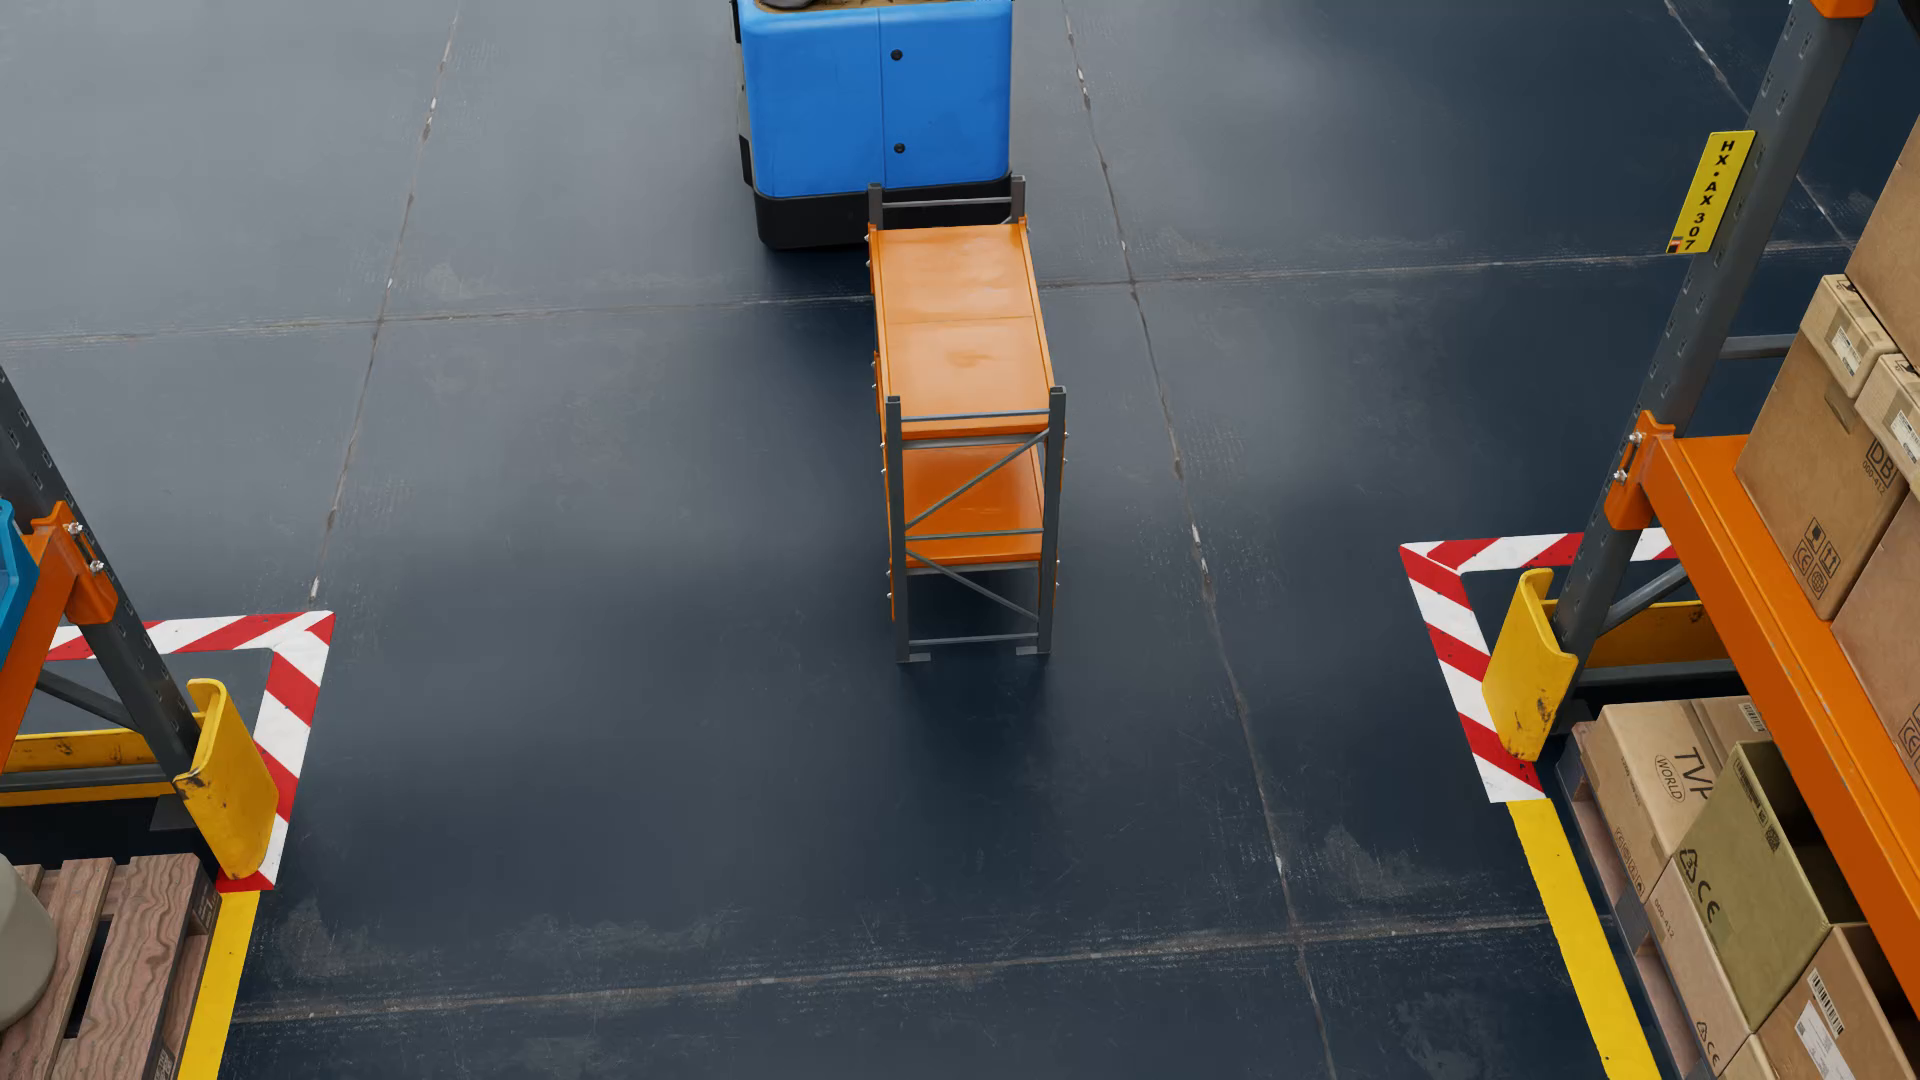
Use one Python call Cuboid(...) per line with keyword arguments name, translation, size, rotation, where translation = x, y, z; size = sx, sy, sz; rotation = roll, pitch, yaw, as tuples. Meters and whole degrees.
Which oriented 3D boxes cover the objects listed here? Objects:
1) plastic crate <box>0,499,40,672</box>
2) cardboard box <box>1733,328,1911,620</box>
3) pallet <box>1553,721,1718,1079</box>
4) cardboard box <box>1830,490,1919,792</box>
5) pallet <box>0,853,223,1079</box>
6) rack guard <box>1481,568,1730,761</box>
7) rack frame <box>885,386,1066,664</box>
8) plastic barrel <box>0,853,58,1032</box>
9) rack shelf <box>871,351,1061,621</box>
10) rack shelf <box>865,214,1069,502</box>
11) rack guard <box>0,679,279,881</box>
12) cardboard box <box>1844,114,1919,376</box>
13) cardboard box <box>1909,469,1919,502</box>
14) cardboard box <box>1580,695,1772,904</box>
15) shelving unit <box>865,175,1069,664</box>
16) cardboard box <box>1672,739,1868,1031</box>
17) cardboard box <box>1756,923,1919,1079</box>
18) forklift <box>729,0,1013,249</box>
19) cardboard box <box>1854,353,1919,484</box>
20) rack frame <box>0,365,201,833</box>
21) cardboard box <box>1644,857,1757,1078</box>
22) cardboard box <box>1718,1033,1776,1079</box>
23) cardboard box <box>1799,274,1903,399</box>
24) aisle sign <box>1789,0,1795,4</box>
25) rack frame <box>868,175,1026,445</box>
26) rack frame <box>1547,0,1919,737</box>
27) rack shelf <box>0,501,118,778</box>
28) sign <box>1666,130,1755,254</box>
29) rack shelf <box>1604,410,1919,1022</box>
Cuboid(name="plastic crate", translation=(-2.340, 0.203, 3.594), size=(0.499, 0.251, 0.616), rotation=(-3, 47, -3))
Cuboid(name="cardboard box", translation=(2.282, -0.186, 3.792), size=(0.700, 0.500, 0.500), rotation=(-3, 47, -3))
Cuboid(name="pallet", translation=(2.362, 1.019, 4.639), size=(1.003, 0.211, 1.213), rotation=(-3, 47, -3))
Cuboid(name="cardboard box", translation=(2.331, 0.193, 3.432), size=(0.700, 0.500, 0.500), rotation=(-2, 47, -2))
Cuboid(name="pallet", translation=(-2.565, 1.407, 4.272), size=(1.003, 0.211, 1.213), rotation=(-3, 47, -3))
Cuboid(name="rack guard", translation=(2.254, 0.352, 5.073), size=(1.175, 0.500, 0.348), rotation=(-3, 47, -3))
Cuboid(name="rack frame", translation=(0.043, -0.014, 4.989), size=(0.500, 1.125, 0.032), rotation=(-3, 47, -3))
Cuboid(name="plastic barrel", translation=(-2.549, 0.990, 4.170), size=(0.421, 0.512, 0.421), rotation=(0, 47, 0))
Cuboid(name="rack shelf", translation=(0.001, -0.214, 5.514), size=(0.538, 0.278, 1.000), rotation=(-3, 47, -3))
Cuboid(name="rack shelf", translation=(0.001, -0.583, 5.124), size=(0.538, 0.278, 1.000), rotation=(-3, 47, -3))
Cuboid(name="rack guard", translation=(-2.627, 0.720, 4.724), size=(1.175, 0.500, 0.348), rotation=(-3, 47, -3))
Cuboid(name="cardboard box", translation=(2.287, -0.594, 3.284), size=(0.700, 0.500, 0.500), rotation=(-3, 47, -3))
Cuboid(name="cardboard box", translation=(2.118, -0.080, 3.244), size=(0.380, 0.149, 0.250), rotation=(-3, 47, -3))
Cuboid(name="cardboard box", translation=(2.079, 0.712, 4.614), size=(0.500, 0.250, 0.500), rotation=(-3, 47, -3))
Cuboid(name="shelving unit", translation=(0.001, -0.382, 5.337), size=(0.538, 1.125, 1.048), rotation=(-3, 47, -3))
Cuboid(name="cardboard box", translation=(2.123, 0.816, 3.999), size=(0.500, 0.500, 0.500), rotation=(-3, 47, -3))
Cuboid(name="cardboard box", translation=(2.178, 1.177, 3.658), size=(0.500, 0.500, 0.500), rotation=(-3, 47, -3))
Cuboid(name="forklift", translation=(-0.505, -3.276, 6.834), size=(1.130, 2.935, 3.031), rotation=(-6, 47, -6))
Cuboid(name="cardboard box", translation=(2.099, -0.260, 3.415), size=(0.380, 0.149, 0.250), rotation=(-5, 47, -4))
Cuboid(name="rack frame", translation=(-2.680, -0.192, 3.866), size=(1.000, 3.000, 0.127), rotation=(-3, 47, -3))
Cuboid(name="cardboard box", translation=(2.125, 1.074, 4.272), size=(0.500, 0.250, 0.500), rotation=(-3, 47, -3))
Cuboid(name="cardboard box", translation=(2.166, 1.435, 3.929), size=(0.500, 0.250, 0.500), rotation=(-3, 47, -3))
Cuboid(name="cardboard box", translation=(2.074, -0.451, 3.595), size=(0.380, 0.149, 0.250), rotation=(-4, 47, -4))
Cuboid(name="aisle sign", translation=(1.945, -1.413, 3.232), size=(0.394, 0.787, 0.004), rotation=(-3, 47, -3))
Cuboid(name="rack frame", translation=(-0.042, -0.750, 5.685), size=(0.500, 1.125, 0.032), rotation=(-3, 47, -3))
Cuboid(name="rack frame", translation=(2.256, -0.490, 4.149), size=(1.000, 3.000, 0.127), rotation=(-3, 47, -3))
Cuboid(name="rack shelf", translation=(-2.513, 1.502, 2.757), size=(1.077, 0.370, 4.000), rotation=(-3, 47, -3))
Cuboid(name="sign", translation=(1.702, -0.786, 3.778), size=(0.100, 0.325, 0.005), rotation=(-3, 47, -3))
Cuboid(name="rack shelf", translation=(2.423, 1.204, 3.039), size=(1.077, 0.370, 4.000), rotation=(-3, 47, -3))
